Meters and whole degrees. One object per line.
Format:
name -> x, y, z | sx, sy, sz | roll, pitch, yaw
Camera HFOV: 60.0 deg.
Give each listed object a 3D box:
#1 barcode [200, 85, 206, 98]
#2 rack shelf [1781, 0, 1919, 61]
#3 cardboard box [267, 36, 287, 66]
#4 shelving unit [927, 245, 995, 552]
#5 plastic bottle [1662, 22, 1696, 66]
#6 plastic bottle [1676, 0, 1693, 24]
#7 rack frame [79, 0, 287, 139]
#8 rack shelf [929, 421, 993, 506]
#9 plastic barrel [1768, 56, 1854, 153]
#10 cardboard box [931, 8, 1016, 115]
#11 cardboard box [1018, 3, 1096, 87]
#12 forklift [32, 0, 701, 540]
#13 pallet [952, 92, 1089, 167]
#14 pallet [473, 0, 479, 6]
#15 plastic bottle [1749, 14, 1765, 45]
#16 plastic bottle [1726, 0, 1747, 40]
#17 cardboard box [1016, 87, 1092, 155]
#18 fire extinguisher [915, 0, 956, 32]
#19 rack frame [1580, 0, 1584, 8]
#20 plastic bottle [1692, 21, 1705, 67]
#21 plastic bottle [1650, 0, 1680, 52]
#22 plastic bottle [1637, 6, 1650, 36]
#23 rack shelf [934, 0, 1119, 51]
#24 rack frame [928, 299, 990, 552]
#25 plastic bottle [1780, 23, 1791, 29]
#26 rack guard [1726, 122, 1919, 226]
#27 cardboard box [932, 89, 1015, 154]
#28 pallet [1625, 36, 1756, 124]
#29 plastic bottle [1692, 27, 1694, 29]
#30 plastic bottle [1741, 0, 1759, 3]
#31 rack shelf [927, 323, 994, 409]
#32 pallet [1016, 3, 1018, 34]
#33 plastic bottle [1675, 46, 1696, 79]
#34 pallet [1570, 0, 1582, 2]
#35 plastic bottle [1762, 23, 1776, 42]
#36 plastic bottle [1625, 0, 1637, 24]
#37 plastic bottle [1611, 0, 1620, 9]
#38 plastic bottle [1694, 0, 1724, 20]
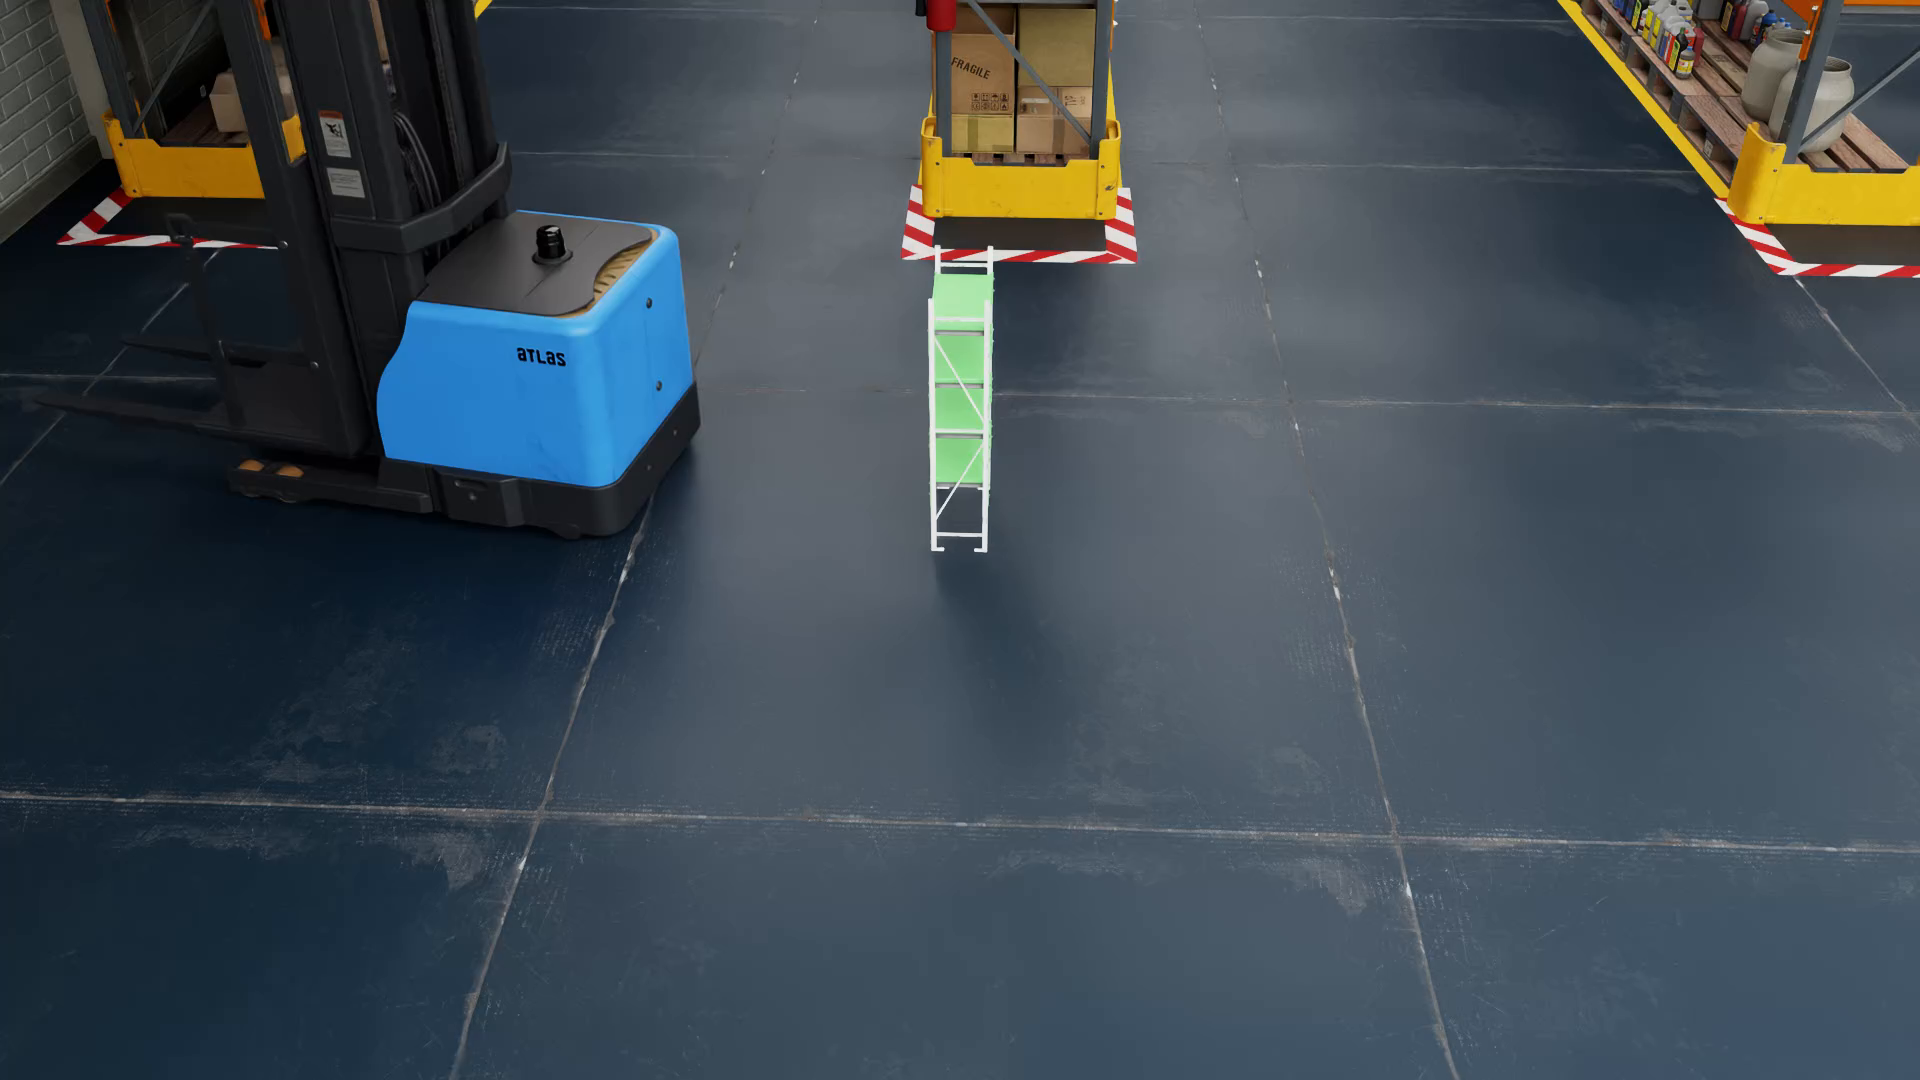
barcode -> -4.869, -2.885, 10.694 | 0.001, 0.075, 0.075 | 1, 35, 2
rack shelf -> 5.392, -4.012, 10.976 | 1.077, 0.370, 4.000 | 1, 35, 2
cardboard box -> -4.447, -3.189, 11.135 | 0.500, 0.311, 0.500 | 4, 35, 6
shelving unit -> 0.007, -0.586, 7.040 | 0.258, 1.200, 0.503 | 1, 35, 2
plastic bottle -> 4.985, -3.433, 11.512 | 0.152, 0.276, 0.135 | 2, 35, 2
plastic bottle -> 5.150, -3.725, 11.928 | 0.152, 0.276, 0.135 | 1, 35, 2
rack frame -> -4.588, -3.386, 9.460 | 1.000, 3.000, 0.127 | 1, 35, 2
rack shelf -> 0.007, -0.337, 7.215 | 0.258, 0.148, 0.480 | 1, 35, 2
plastic barrel -> 5.262, -2.691, 10.269 | 0.421, 0.512, 0.421 | 0, 35, 0
cardboard box -> 0.087, -2.943, 10.202 | 0.500, 0.500, 0.500 | 1, 35, 2
cardboard box -> 0.624, -3.218, 10.594 | 0.500, 0.500, 0.500 | 1, 35, 2
forklift -> -2.807, -1.650, 7.048 | 3.031, 2.935, 1.130 | 8, 36, 12
pallet -> 0.351, -2.574, 10.728 | 1.003, 0.211, 1.213 | 1, 35, 2
pallet -> -4.419, -4.157, 12.981 | 1.003, 0.211, 1.213 | 1, 35, 2
plastic bottle -> 5.726, -3.657, 11.895 | 0.097, 0.201, 0.097 | 0, 35, 0
plastic bottle -> 5.597, -3.761, 11.972 | 0.061, 0.283, 0.133 | 1, 35, 2
cardboard box -> 0.606, -2.624, 10.401 | 0.500, 0.250, 0.500 | 1, 35, 2
fire extinguisher -> -0.107, -3.185, 9.241 | 0.296, 0.674, 0.183 | 1, 35, 2
rack frame -> 5.472, -5.456, 12.404 | 1.000, 3.000, 0.127 | 1, 35, 2
plastic bottle -> 5.091, -3.434, 11.507 | 0.061, 0.283, 0.133 | 1, 35, 2
plastic bottle -> 4.993, -3.638, 11.739 | 0.144, 0.351, 0.185 | 3, 35, 4
plastic bottle -> 4.983, -3.766, 12.051 | 0.097, 0.201, 0.097 | 0, 35, 0
rack shelf -> 0.443, -4.129, 11.142 | 1.077, 0.370, 4.000 | 1, 35, 2
rack frame -> -0.003, -0.446, 6.841 | 0.240, 1.200, 0.015 | 1, 35, 2
plastic bottle -> 5.709, -3.453, 11.544 | 0.097, 0.271, 0.097 | 0, 35, 0
rack guard -> 5.268, -2.180, 9.916 | 1.175, 0.500, 0.348 | 1, 35, 2
cardboard box -> 0.089, -2.636, 10.418 | 0.500, 0.250, 0.500 | 1, 35, 2
pallet -> 5.357, -3.227, 11.658 | 1.003, 0.211, 1.213 | 1, 35, 2
plastic bottle -> 5.116, -3.490, 11.658 | 0.097, 0.201, 0.097 | 0, 35, 0
plastic bottle -> 5.714, -3.879, 12.082 | 0.144, 0.351, 0.185 | 1, 35, 2
rack shelf -> 0.007, -0.730, 6.939 | 0.258, 0.148, 0.480 | 1, 35, 2
pallet -> 0.449, -3.975, 12.723 | 1.003, 0.211, 1.213 | 1, 35, 2
plastic bottle -> 4.947, -3.258, 11.328 | 0.097, 0.201, 0.097 | 0, 35, 0
pallet -> 5.465, -4.767, 13.849 | 1.003, 0.211, 1.213 | 1, 35, 2
plastic bottle -> 5.717, -3.538, 11.727 | 0.097, 0.201, 0.097 | 0, 35, 0
plastic bottle -> 5.018, -3.989, 12.239 | 0.144, 0.351, 0.185 | 0, 35, 0
plastic bottle -> 5.036, -4.162, 12.549 | 0.152, 0.276, 0.135 | 3, 35, 4
plastic bottle -> 5.578, -4.023, 12.352 | 0.152, 0.276, 0.135 | 1, 35, 2
